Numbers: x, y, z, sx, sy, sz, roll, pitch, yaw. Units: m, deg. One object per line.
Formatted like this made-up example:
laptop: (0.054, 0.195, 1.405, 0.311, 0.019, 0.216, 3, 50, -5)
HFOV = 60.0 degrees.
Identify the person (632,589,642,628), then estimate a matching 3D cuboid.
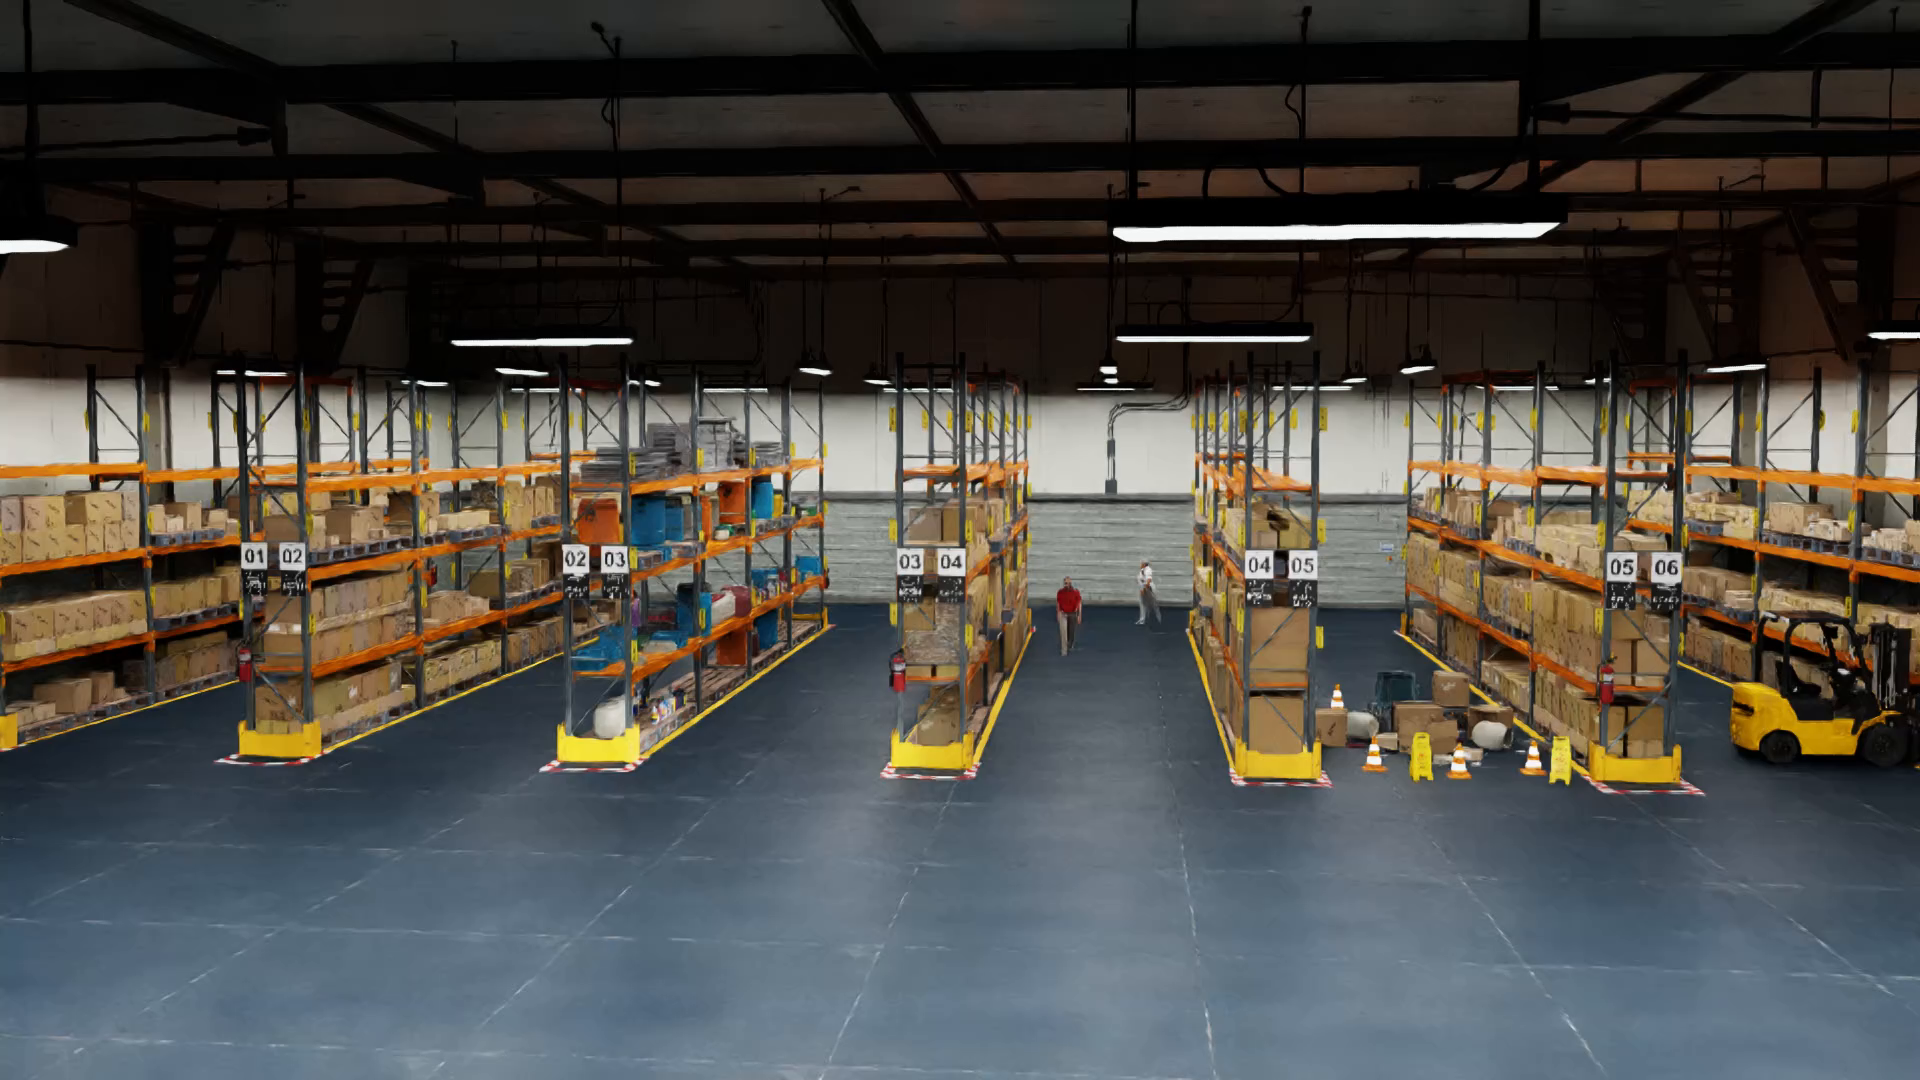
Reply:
person: (-6.814, 1.759, 34.834, 0.417, 1.525, 1.034, 0, 4, 4)

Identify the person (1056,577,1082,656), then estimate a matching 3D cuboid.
person: (2.343, 1.625, 35.715, 0.554, 1.669, 1.036, 0, 4, 4)

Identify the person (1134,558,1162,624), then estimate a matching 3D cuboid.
person: (4.654, 1.256, 41.152, 0.674, 1.646, 0.492, -2, 4, -21)
